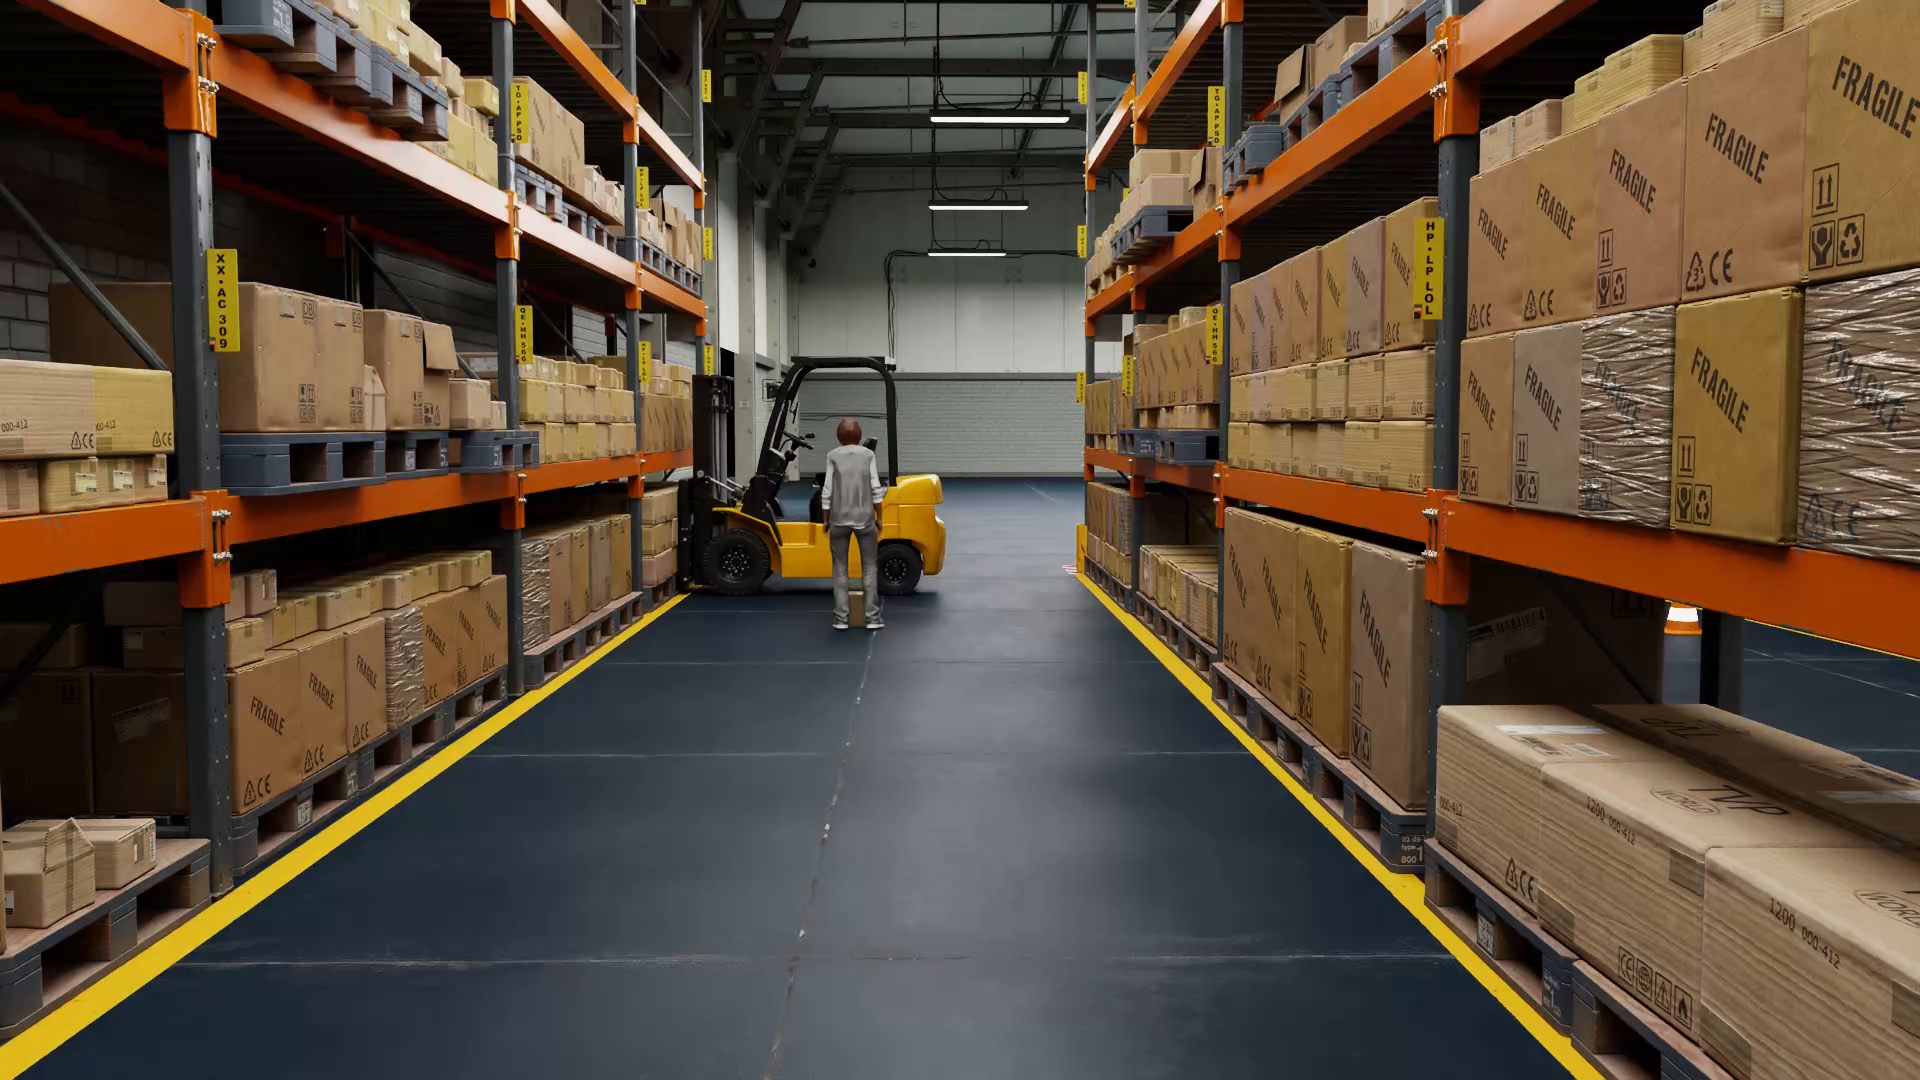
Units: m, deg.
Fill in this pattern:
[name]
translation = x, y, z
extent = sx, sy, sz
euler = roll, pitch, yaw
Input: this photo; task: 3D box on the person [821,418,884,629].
[person]
translation = -0.805, -0.121, 12.506
extent = 0.472, 1.590, 0.347
euler = 0, 4, -4
